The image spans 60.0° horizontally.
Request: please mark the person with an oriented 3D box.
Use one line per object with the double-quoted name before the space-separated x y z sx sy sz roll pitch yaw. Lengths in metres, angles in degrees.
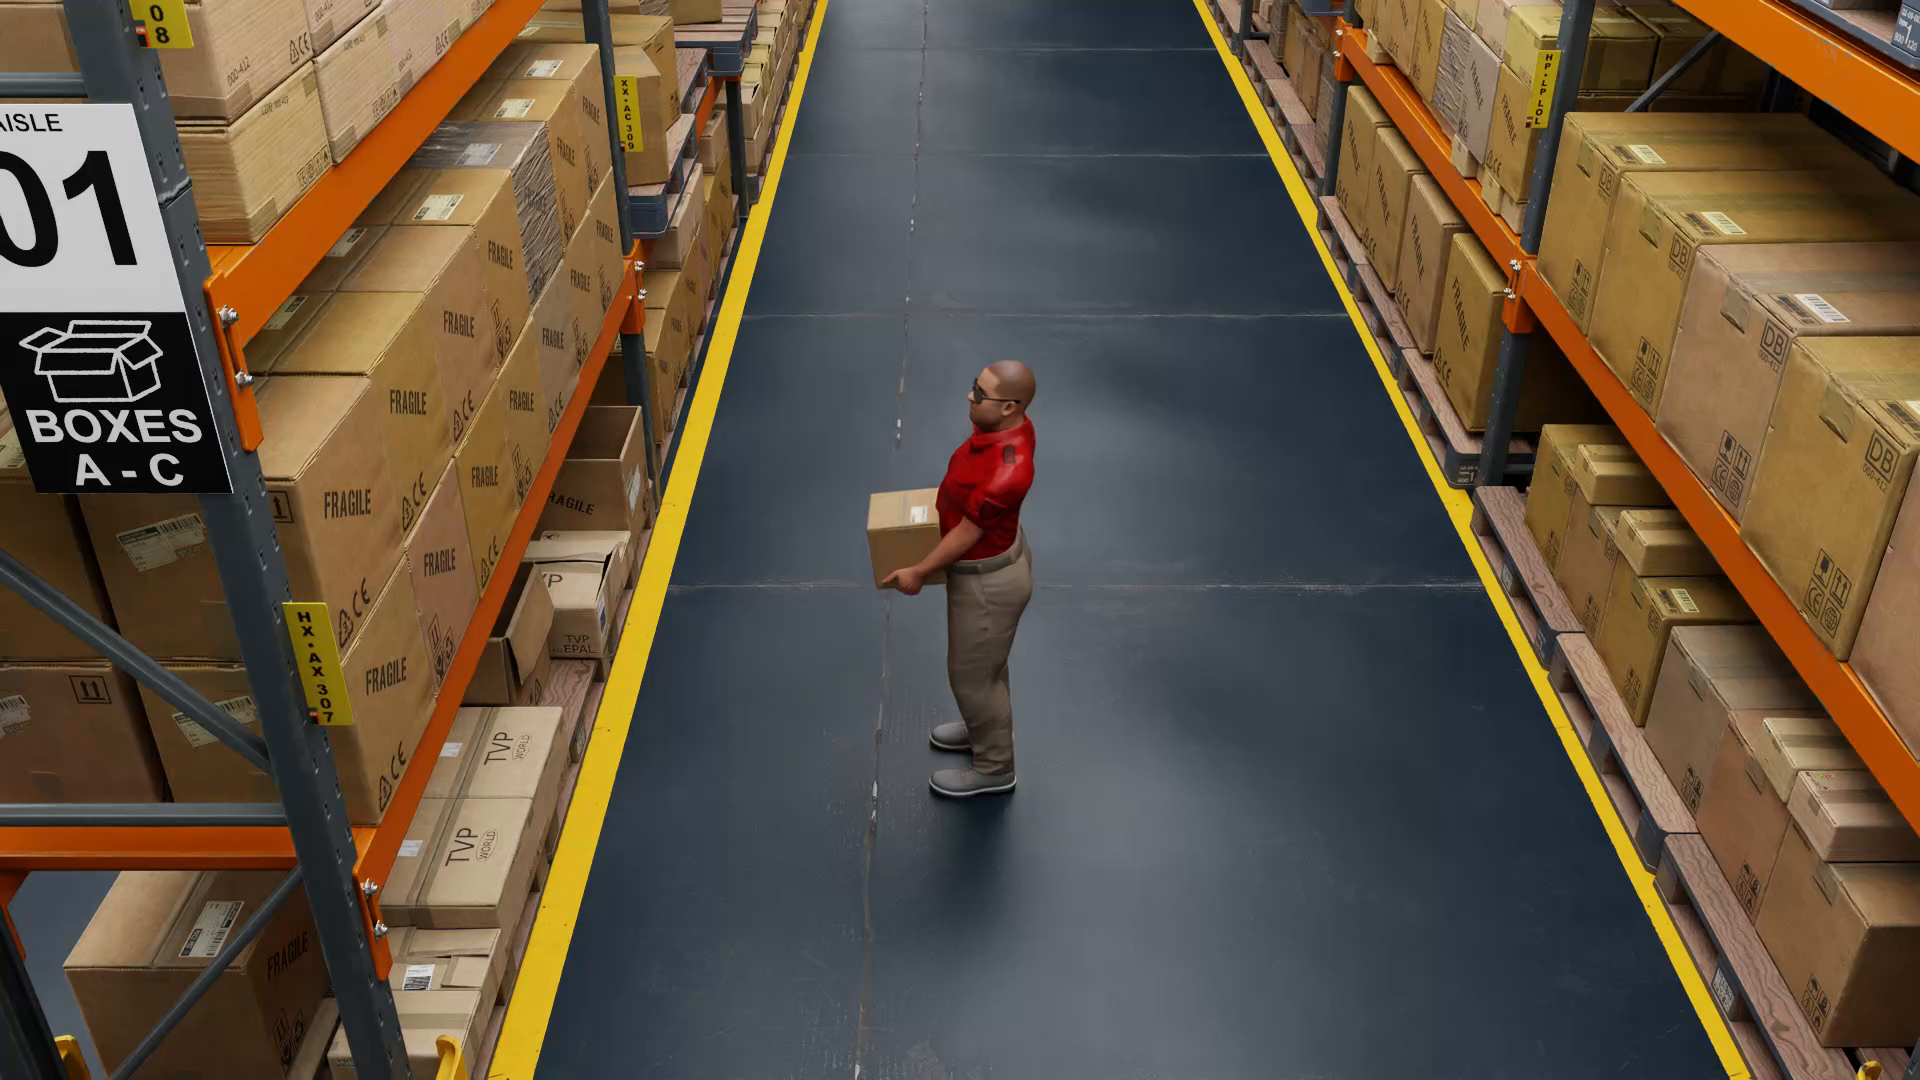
"person" -0.004 0.139 5.935 0.531 1.713 0.494 0 31 0
